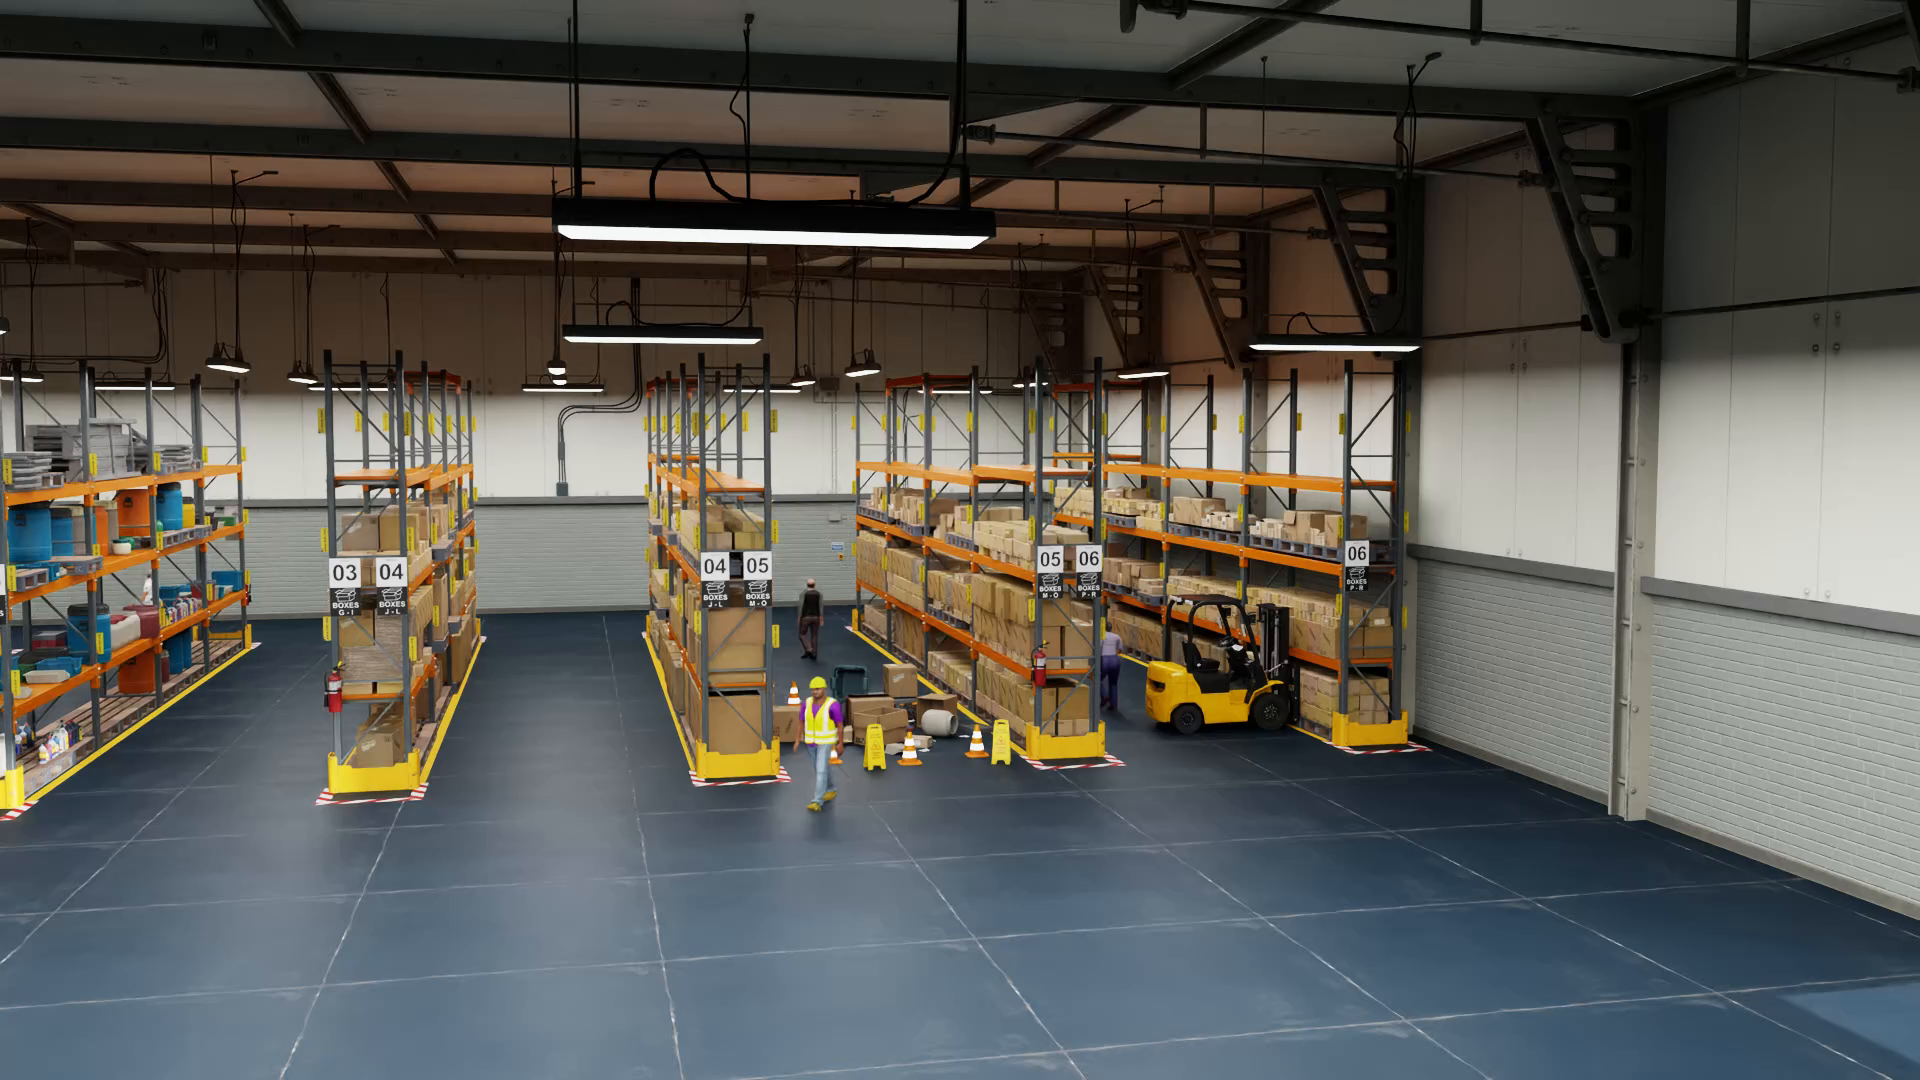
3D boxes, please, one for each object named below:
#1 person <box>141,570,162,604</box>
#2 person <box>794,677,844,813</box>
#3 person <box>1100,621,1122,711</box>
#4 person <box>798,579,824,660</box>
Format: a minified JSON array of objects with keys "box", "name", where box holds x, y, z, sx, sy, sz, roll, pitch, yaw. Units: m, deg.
[{"box":[-18.834,1.477,38.808,0.967,1.598,0.482,-2,5,-29],"name":"person"},{"box":[-1.855,2.625,21.605,0.583,1.694,1.104,2,5,30],"name":"person"},{"box":[2.593,2.201,29.299,0.582,1.545,0.722,-1,4,-11],"name":"person"},{"box":[-3.167,1.682,35.354,0.569,1.721,0.445,-2,4,-22],"name":"person"}]
